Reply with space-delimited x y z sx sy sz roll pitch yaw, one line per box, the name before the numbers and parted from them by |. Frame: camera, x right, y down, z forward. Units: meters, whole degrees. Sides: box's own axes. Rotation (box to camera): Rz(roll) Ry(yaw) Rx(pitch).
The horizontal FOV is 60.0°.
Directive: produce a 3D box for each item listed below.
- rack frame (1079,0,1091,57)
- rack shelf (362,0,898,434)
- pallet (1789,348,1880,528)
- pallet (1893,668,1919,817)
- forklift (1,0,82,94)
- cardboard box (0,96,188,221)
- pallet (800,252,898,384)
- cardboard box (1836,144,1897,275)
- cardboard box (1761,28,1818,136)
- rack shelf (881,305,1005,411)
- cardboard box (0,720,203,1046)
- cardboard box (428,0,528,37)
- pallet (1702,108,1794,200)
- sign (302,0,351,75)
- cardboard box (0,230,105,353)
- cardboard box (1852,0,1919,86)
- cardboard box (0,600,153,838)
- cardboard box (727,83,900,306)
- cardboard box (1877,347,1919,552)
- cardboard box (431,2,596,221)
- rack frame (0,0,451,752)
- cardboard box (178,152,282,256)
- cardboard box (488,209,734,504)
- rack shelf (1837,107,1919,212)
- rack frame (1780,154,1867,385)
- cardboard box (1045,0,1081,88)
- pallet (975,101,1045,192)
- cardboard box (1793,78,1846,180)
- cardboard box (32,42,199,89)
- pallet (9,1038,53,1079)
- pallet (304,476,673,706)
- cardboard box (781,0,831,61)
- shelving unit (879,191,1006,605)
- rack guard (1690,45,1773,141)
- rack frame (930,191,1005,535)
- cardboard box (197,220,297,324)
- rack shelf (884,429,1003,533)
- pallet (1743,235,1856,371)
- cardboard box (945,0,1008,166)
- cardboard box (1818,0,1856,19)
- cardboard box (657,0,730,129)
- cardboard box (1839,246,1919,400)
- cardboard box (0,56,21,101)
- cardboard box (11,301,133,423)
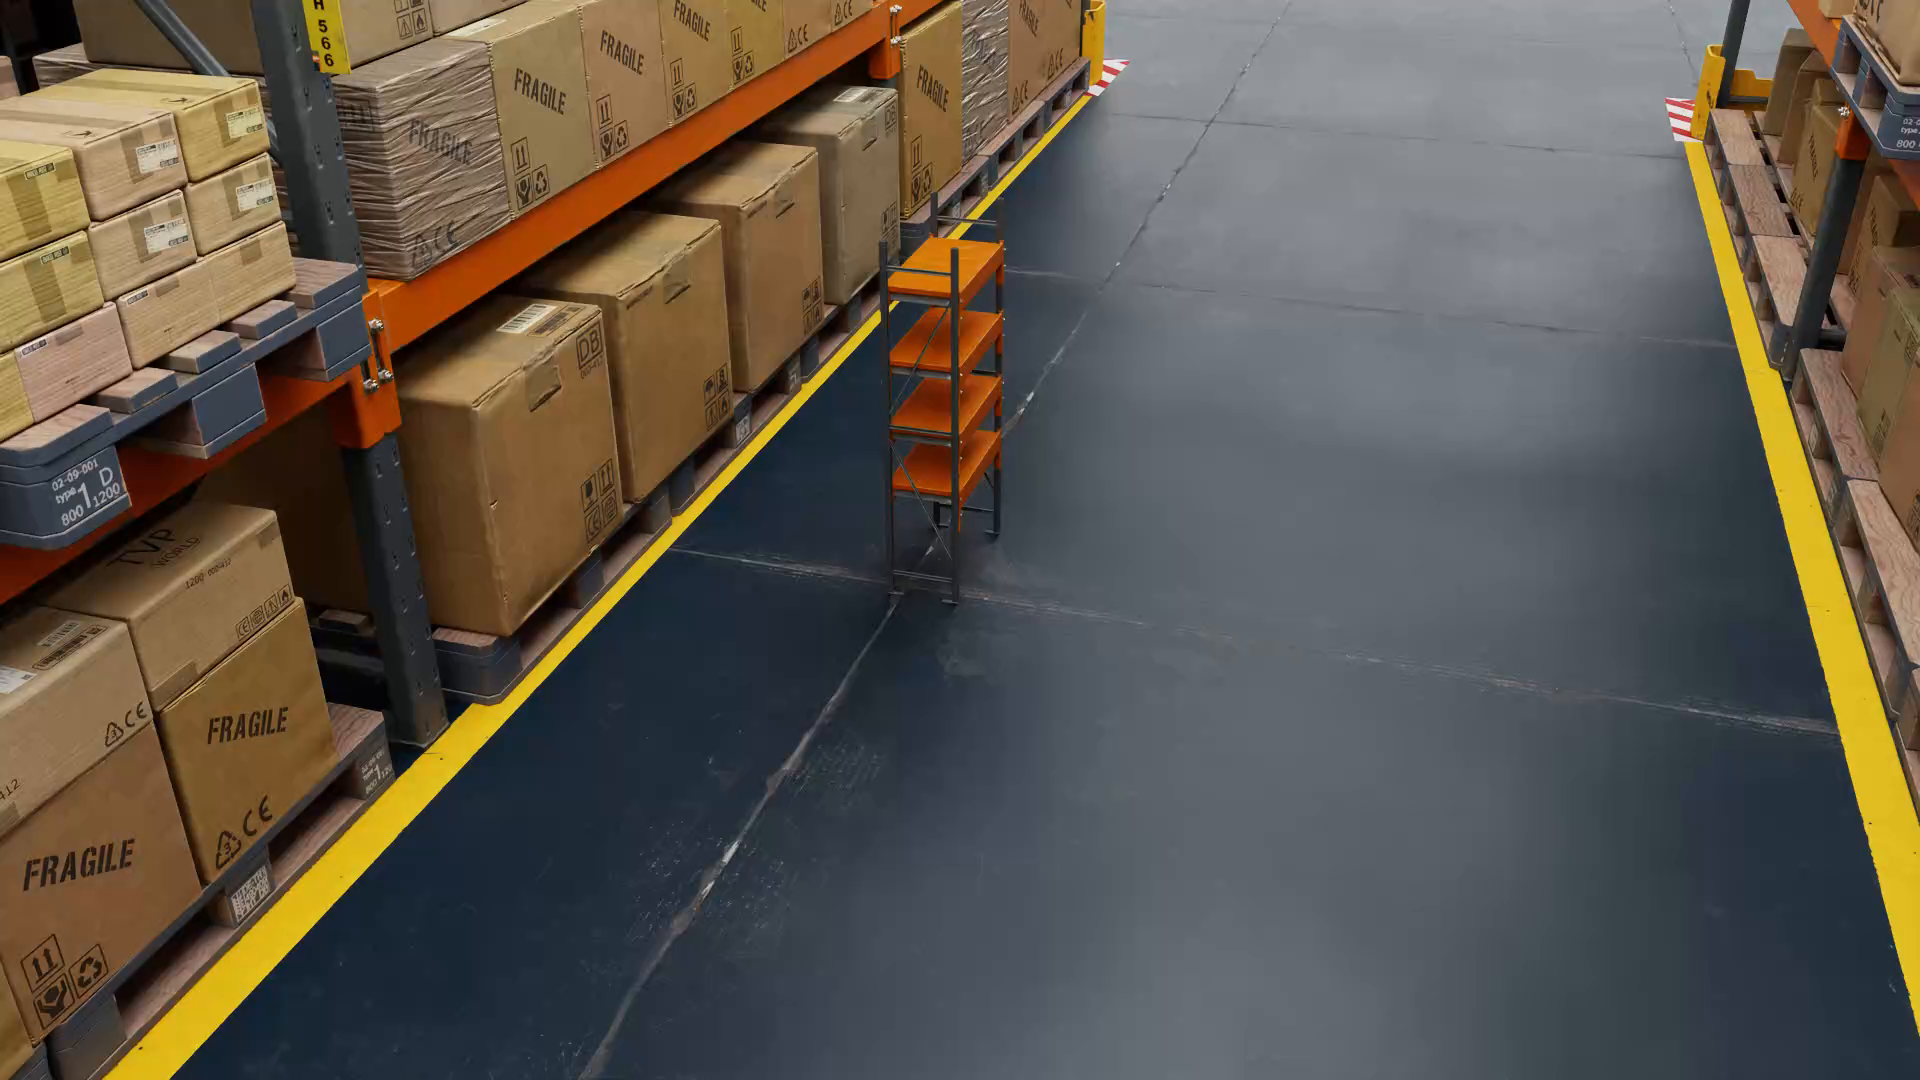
rack frame | 0.386 -4.533 10.813 1.000 3.000 0.127 8 30 15
rack shelf | -1.375 -1.430 5.976 1.077 0.370 4.000 8 30 15
pallet | 3.696 -0.339 6.142 1.003 0.211 1.213 8 30 15
pallet | 2.980 0.795 4.104 1.003 0.211 1.213 8 30 15
forklift | -3.686 -2.101 6.512 1.130 2.935 3.031 6 30 11
cardboard box | -1.744 -0.740 3.208 0.380 0.149 0.250 8 30 14
pallet | -0.943 -1.086 7.486 1.003 0.211 1.213 8 30 15
cardboard box | 4.240 -1.458 7.425 0.500 0.500 0.500 19 34 30
cardboard box | 4.898 -2.582 9.445 0.500 0.500 0.500 14 32 24
rack shelf | -0.049 -0.584 5.244 0.258 0.148 0.480 8 30 15
cardboard box | -2.062 0.677 3.586 0.500 0.500 0.500 10 31 17
cardboard box | -1.674 -1.738 4.658 0.700 0.500 0.500 8 30 14
pallet | 4.803 -2.152 9.401 1.003 0.211 1.213 8 30 15
sign | -1.441 -1.214 3.737 0.100 0.325 0.005 8 30 15
cardboard box | -1.824 -0.478 3.043 0.380 0.149 0.250 9 30 16
cardboard box | 3.557 -2.016 5.239 1.000 1.000 1.000 9 30 15
cardboard box | -2.050 0.357 3.390 0.500 0.250 0.500 9 30 16
cardboard box | -0.884 -1.573 7.375 1.050 0.750 0.750 8 30 15
cardboard box | 3.401 -0.258 5.247 0.700 0.500 0.500 6 30 11
cardboard box | -1.426 -1.266 4.837 0.500 0.500 0.500 8 30 14
rack frame | -1.962 -0.815 4.130 1.000 3.000 0.127 8 30 15
cardboard box | -1.672 -0.725 3.487 0.380 0.149 0.250 9 30 16
cardboard box | -1.444 -0.693 5.792 1.050 0.750 0.750 9 30 16
rack shelf | 3.337 -0.676 4.619 1.077 0.370 4.000 8 30 15
rack frame | 3.924 -1.920 6.115 1.000 3.000 0.127 8 30 15
cardboard box | 0.250 -3.464 10.644 0.875 0.875 0.875 9 30 15
pallet | -0.134 -2.367 9.787 1.003 0.211 1.213 8 30 15
cardboard box | 4.554 -2.011 8.419 0.500 0.500 0.500 11 31 20
cardboard box | -2.087 -1.107 4.551 0.500 0.500 0.500 8 30 15
pallet | -2.553 1.331 3.140 1.003 0.211 1.213 8 30 15
pallet | -1.659 0.048 5.447 1.003 0.211 1.213 8 30 15
cardboard box | -0.834 -2.203 6.521 0.500 0.500 0.500 8 30 14
shelving unit | -0.049 -0.447 5.320 0.258 1.200 0.503 8 30 15
rack guard | 5.075 -2.651 10.001 1.175 0.500 0.348 8 30 15
rack frame | 0.023 -0.561 5.524 0.240 1.200 0.015 8 30 15
cardboard box | -1.668 -0.594 3.559 0.380 0.149 0.250 9 30 16
rack shelf | -0.049 -0.215 5.449 0.258 0.148 0.480 8 30 15
pallet | 4.087 -1.018 7.363 1.003 0.211 1.213 8 30 15
cardboard box | -0.276 -2.631 9.148 0.875 0.875 0.875 9 30 15
cardboard box | 3.886 -2.306 7.068 0.380 0.149 0.250 8 30 15
cardboard box | -1.129 -1.731 5.674 0.500 0.500 0.500 8 30 14
cardboard box | 3.723 -0.737 6.108 0.700 0.500 0.500 6 30 11
cardboard box | -2.285 -0.960 3.605 0.380 0.149 0.250 9 30 15
cardboard box | -1.817 -0.360 3.137 0.380 0.149 0.250 9 30 16
